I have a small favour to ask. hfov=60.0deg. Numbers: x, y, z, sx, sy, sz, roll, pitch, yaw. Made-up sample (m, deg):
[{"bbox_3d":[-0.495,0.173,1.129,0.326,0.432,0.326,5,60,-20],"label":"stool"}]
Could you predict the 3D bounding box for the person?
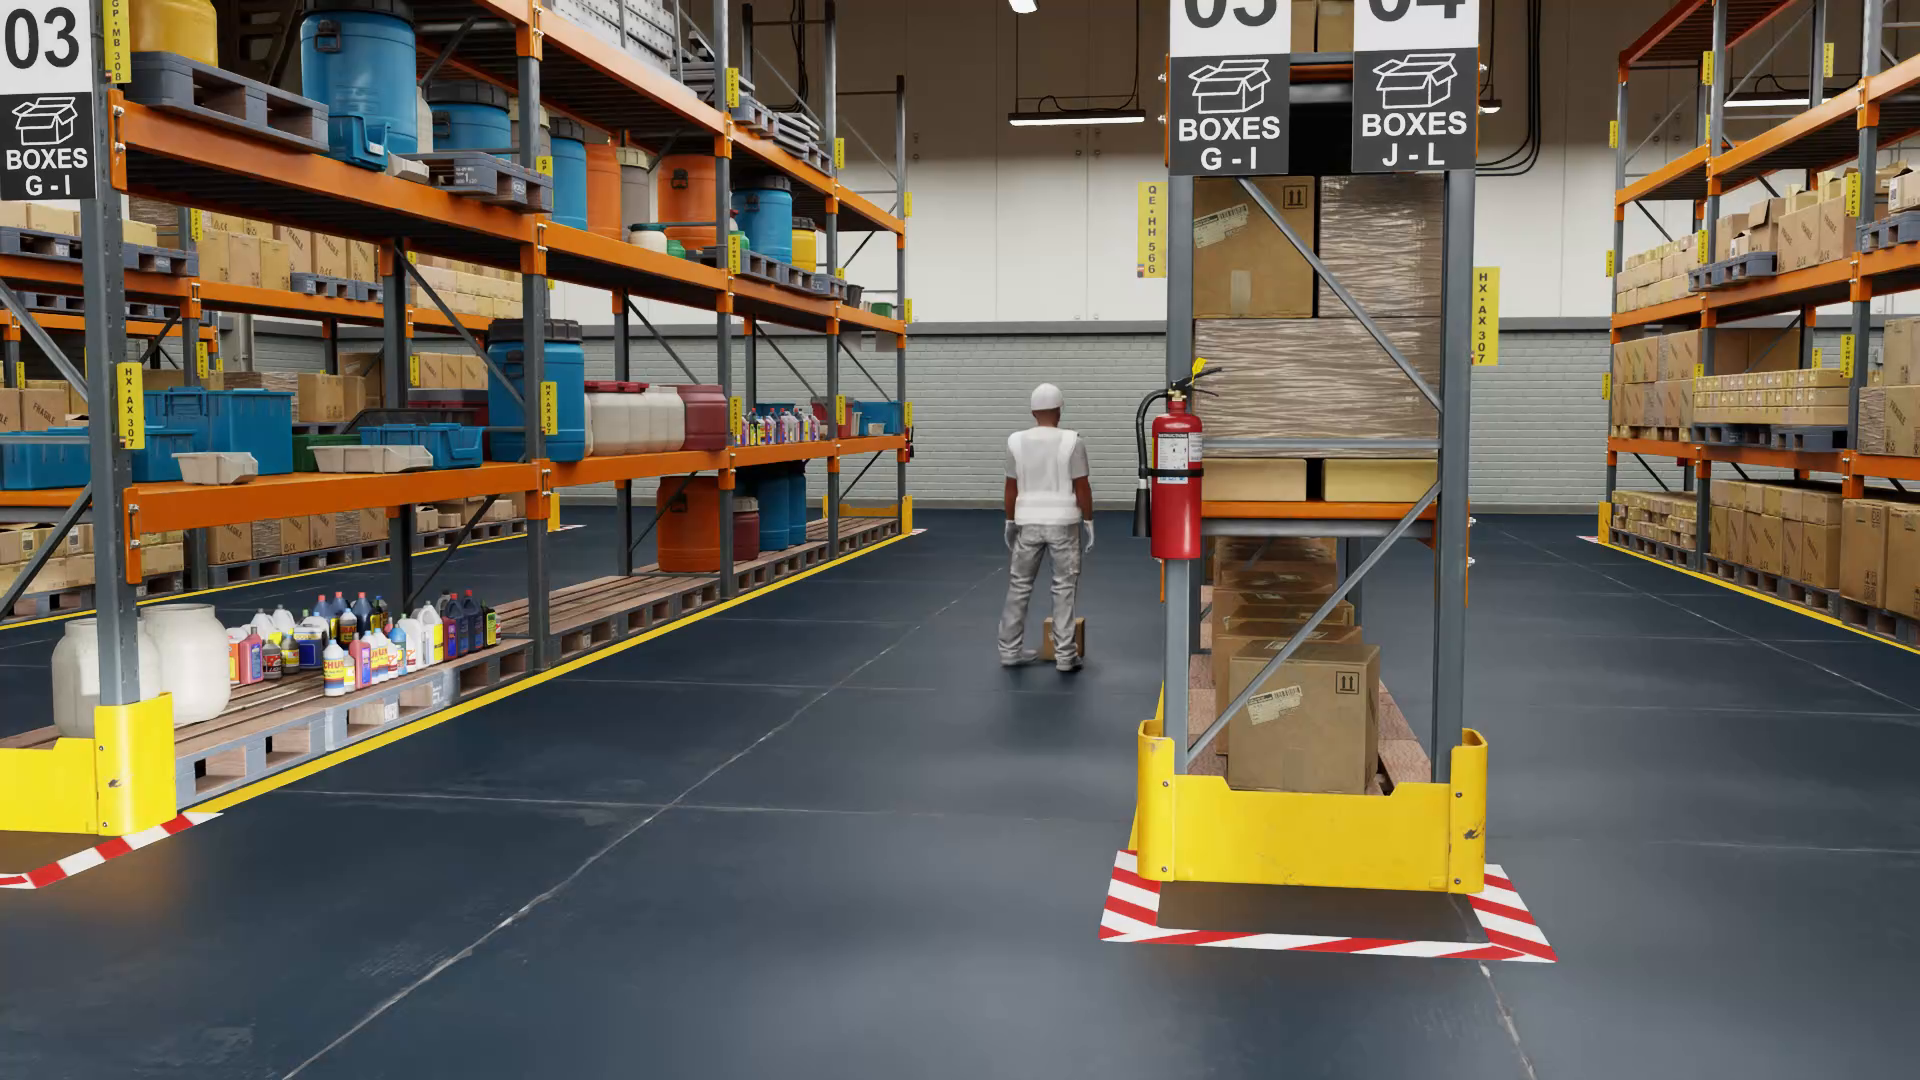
[{"bbox_3d":[0.546,-0.090,10.459,0.630,1.786,0.393,2,5,23],"label":"person"}]
